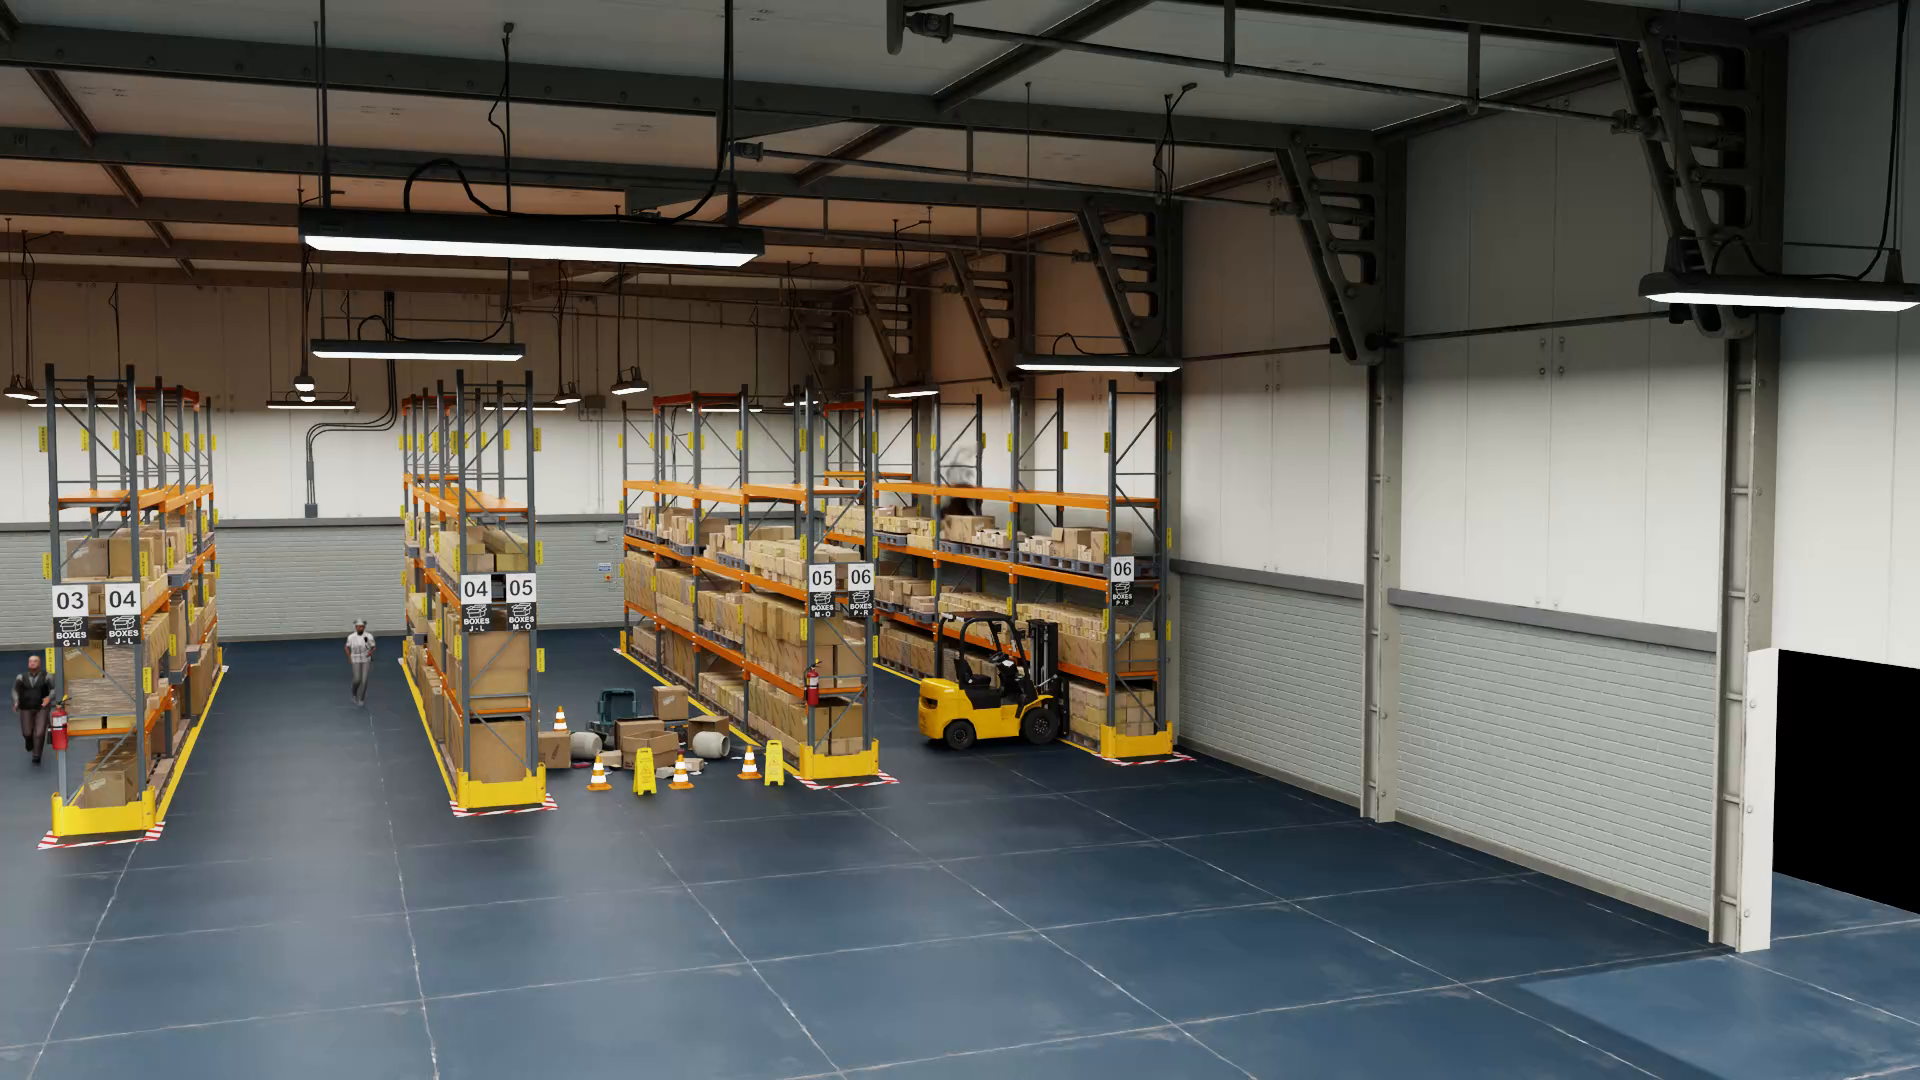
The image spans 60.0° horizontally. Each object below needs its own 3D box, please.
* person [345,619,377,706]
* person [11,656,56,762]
[{"bbox_3d":[-11.356,2.324,31.551,0.561,1.668,0.558,-1,4,-22],"label":"person"},{"bbox_3d":[-14.495,2.654,26.068,0.672,1.678,0.573,-2,4,-24],"label":"person"}]
